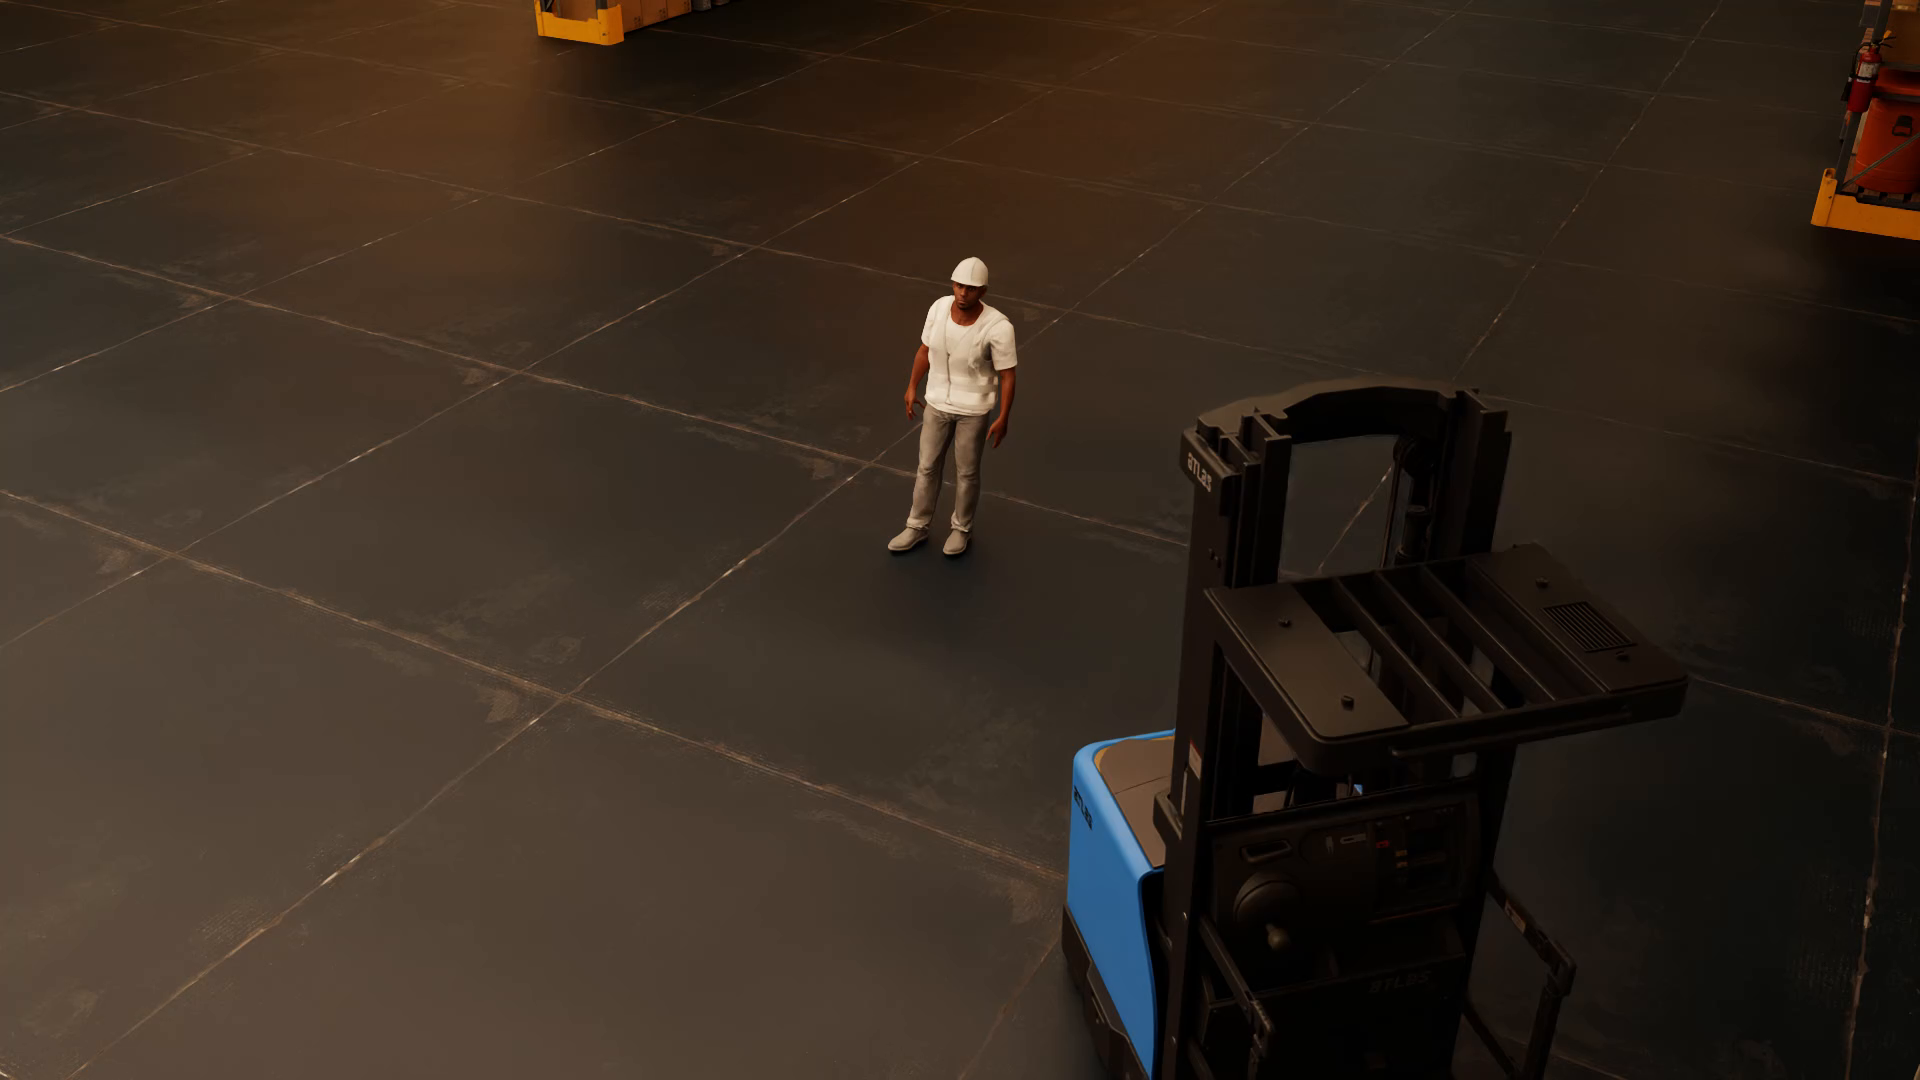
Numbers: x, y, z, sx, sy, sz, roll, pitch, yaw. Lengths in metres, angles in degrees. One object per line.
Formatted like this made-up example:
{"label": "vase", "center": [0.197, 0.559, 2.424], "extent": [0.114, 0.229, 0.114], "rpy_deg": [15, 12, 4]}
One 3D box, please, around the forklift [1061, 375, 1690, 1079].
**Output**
{"label": "forklift", "center": [1.299, 1.107, 5.152], "extent": [1.130, 2.935, 3.031], "rpy_deg": [-8, 31, -13]}

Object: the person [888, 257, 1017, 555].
{"label": "person", "center": [-0.039, -0.742, 9.508], "extent": [0.666, 1.765, 0.577], "rpy_deg": [15, 33, 25]}
